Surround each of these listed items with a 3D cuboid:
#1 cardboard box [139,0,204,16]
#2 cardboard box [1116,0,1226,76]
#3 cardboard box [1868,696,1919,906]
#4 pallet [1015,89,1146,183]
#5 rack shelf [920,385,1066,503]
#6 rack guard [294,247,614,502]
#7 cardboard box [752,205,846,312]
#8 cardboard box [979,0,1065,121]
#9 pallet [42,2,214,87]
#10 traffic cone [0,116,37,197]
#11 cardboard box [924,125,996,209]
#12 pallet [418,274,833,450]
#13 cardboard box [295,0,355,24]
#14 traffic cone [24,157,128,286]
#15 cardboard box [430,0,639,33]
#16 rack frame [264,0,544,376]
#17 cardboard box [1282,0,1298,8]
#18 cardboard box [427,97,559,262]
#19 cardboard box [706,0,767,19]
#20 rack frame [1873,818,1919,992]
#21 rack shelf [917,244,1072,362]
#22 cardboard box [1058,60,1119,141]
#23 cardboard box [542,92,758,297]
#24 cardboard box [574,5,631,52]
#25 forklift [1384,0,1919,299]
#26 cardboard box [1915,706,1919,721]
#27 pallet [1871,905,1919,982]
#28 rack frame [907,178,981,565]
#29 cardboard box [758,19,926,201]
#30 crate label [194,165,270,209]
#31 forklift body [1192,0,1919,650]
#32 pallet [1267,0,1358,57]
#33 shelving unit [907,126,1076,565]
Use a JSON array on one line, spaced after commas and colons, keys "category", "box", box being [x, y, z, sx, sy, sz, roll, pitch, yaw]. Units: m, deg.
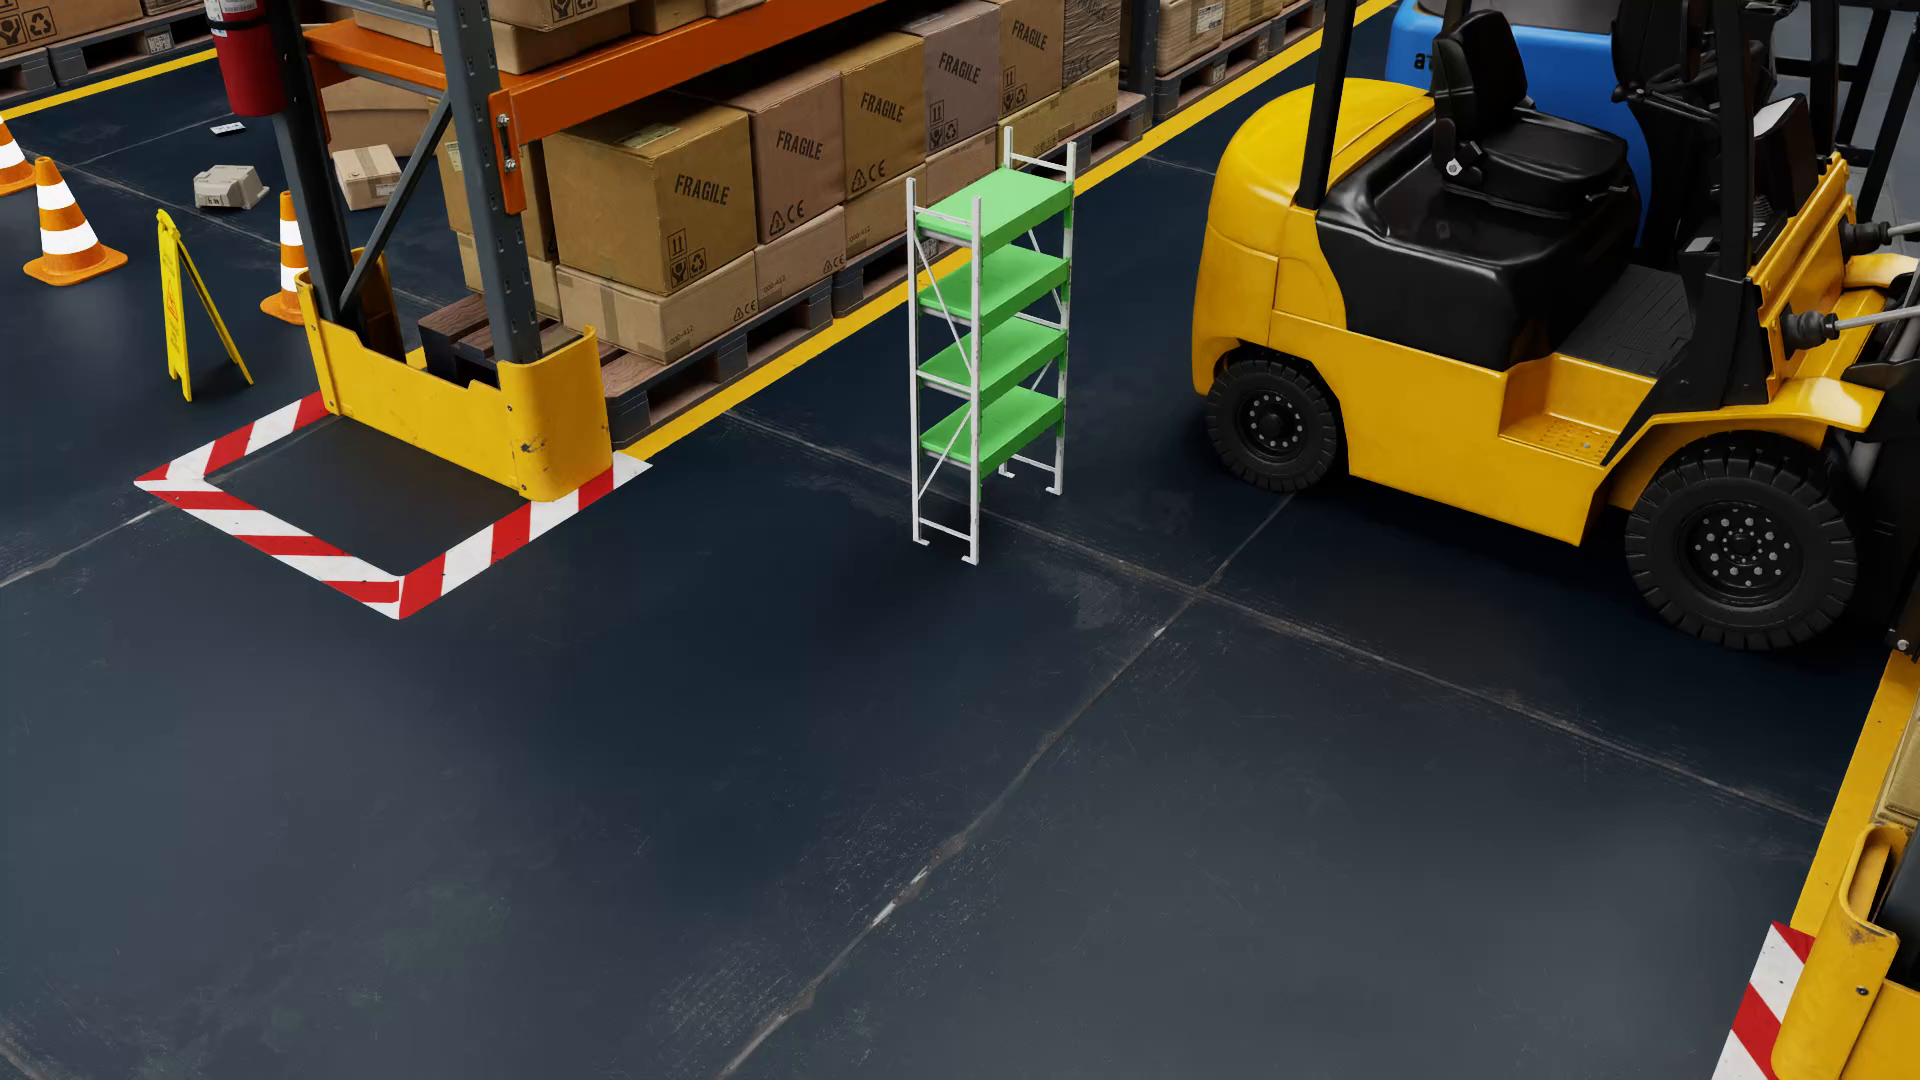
[{"category": "cardboard box", "box": [-4.540, -3.568, 9.370, 0.875, 0.875, 0.875, 22, 40, 29]}, {"category": "cardboard box", "box": [0.808, -2.750, 8.610, 0.950, 0.372, 0.625, 22, 40, 29]}, {"category": "cardboard box", "box": [2.318, 0.650, 3.691, 0.500, 0.250, 0.500, 22, 40, 28]}, {"category": "pallet", "box": [0.157, -1.947, 7.941, 1.003, 0.211, 1.213, 21, 39, 28]}, {"category": "rack shelf", "box": [0.094, -0.321, 5.197, 0.258, 0.148, 0.480, 21, 39, 28]}, {"category": "rack guard", "box": [-1.727, -0.581, 5.663, 1.175, 0.500, 0.348, 21, 39, 28]}, {"category": "cardboard box", "box": [-0.786, -1.132, 6.326, 0.500, 0.250, 0.500, 23, 40, 30]}, {"category": "cardboard box", "box": [0.105, -2.175, 7.199, 0.500, 0.500, 0.500, 22, 40, 29]}, {"category": "pallet", "box": [-4.806, -2.913, 9.369, 1.003, 0.211, 1.213, 21, 39, 28]}, {"category": "traffic cone", "box": [-4.425, -1.856, 7.582, 0.336, 0.463, 0.334, 21, 39, 28]}, {"category": "cardboard box", "box": [-0.195, -1.619, 7.046, 0.500, 0.250, 0.500, 22, 40, 29]}, {"category": "pallet", "box": [-1.235, -0.824, 6.280, 1.003, 0.211, 1.213, 21, 39, 28]}, {"category": "cardboard box", "box": [-3.656, -2.880, 9.061, 0.500, 0.500, 0.500, 29, 44, 36]}, {"category": "traffic cone", "box": [-3.690, -1.339, 6.817, 0.336, 0.463, 0.334, 21, 39, 28]}, {"category": "cardboard box", "box": [-1.272, -1.876, 4.991, 0.500, 0.500, 0.500, 21, 39, 27]}, {"category": "rack frame", "box": [-1.770, -1.582, 4.911, 1.000, 3.000, 0.127, 21, 39, 28]}, {"category": "cardboard box", "box": [1.610, -3.402, 9.575, 0.950, 0.372, 0.625, 23, 40, 30]}, {"category": "cardboard box", "box": [-1.528, -1.379, 6.022, 0.500, 0.500, 0.500, 22, 40, 28]}, {"category": "cardboard box", "box": [-0.874, -1.887, 5.587, 0.380, 0.149, 0.250, 22, 40, 29]}, {"category": "rack frame", "box": [2.310, 0.002, 2.569, 1.000, 3.000, 0.127, 21, 39, 28]}, {"category": "rack shelf", "box": [0.094, -0.719, 4.928, 0.258, 0.148, 0.480, 21, 39, 28]}, {"category": "cardboard box", "box": [0.394, -2.099, 7.756, 0.500, 0.250, 0.500, 23, 40, 30]}, {"category": "cardboard box", "box": [-1.070, -1.221, 5.788, 0.500, 0.500, 0.500, 20, 39, 27]}, {"category": "cardboard box", "box": [-1.274, -1.689, 5.293, 0.380, 0.149, 0.250, 22, 40, 29]}, {"category": "forklift", "box": [3.201, -2.255, 5.968, 3.031, 2.935, 1.130, 12, 36, 17]}, {"category": "cardboard box", "box": [2.316, 0.241, 3.402, 0.500, 0.250, 0.500, 23, 40, 30]}, {"category": "pallet", "box": [2.711, 0.792, 3.890, 1.003, 0.211, 1.213, 21, 39, 28]}, {"category": "rack frame", "box": [-0.045, -0.461, 4.861, 0.240, 1.200, 0.015, 21, 39, 28]}, {"category": "cardboard box", "box": [-0.483, -1.691, 6.484, 0.500, 0.500, 0.500, 22, 40, 29]}, {"category": "crate label", "box": [-3.293, -1.585, 7.472, 0.250, 0.136, 0.298, 3, 34, 4]}, {"category": "forklift body", "box": [1.892, -1.102, 4.959, 2.313, 2.155, 1.214, 21, 39, 28]}, {"category": "pallet", "box": [1.648, -3.190, 9.778, 1.003, 0.211, 1.213, 21, 39, 28]}, {"category": "shelving unit", "box": [0.094, -0.573, 5.027, 0.258, 1.200, 0.503, 21, 39, 28]}]
